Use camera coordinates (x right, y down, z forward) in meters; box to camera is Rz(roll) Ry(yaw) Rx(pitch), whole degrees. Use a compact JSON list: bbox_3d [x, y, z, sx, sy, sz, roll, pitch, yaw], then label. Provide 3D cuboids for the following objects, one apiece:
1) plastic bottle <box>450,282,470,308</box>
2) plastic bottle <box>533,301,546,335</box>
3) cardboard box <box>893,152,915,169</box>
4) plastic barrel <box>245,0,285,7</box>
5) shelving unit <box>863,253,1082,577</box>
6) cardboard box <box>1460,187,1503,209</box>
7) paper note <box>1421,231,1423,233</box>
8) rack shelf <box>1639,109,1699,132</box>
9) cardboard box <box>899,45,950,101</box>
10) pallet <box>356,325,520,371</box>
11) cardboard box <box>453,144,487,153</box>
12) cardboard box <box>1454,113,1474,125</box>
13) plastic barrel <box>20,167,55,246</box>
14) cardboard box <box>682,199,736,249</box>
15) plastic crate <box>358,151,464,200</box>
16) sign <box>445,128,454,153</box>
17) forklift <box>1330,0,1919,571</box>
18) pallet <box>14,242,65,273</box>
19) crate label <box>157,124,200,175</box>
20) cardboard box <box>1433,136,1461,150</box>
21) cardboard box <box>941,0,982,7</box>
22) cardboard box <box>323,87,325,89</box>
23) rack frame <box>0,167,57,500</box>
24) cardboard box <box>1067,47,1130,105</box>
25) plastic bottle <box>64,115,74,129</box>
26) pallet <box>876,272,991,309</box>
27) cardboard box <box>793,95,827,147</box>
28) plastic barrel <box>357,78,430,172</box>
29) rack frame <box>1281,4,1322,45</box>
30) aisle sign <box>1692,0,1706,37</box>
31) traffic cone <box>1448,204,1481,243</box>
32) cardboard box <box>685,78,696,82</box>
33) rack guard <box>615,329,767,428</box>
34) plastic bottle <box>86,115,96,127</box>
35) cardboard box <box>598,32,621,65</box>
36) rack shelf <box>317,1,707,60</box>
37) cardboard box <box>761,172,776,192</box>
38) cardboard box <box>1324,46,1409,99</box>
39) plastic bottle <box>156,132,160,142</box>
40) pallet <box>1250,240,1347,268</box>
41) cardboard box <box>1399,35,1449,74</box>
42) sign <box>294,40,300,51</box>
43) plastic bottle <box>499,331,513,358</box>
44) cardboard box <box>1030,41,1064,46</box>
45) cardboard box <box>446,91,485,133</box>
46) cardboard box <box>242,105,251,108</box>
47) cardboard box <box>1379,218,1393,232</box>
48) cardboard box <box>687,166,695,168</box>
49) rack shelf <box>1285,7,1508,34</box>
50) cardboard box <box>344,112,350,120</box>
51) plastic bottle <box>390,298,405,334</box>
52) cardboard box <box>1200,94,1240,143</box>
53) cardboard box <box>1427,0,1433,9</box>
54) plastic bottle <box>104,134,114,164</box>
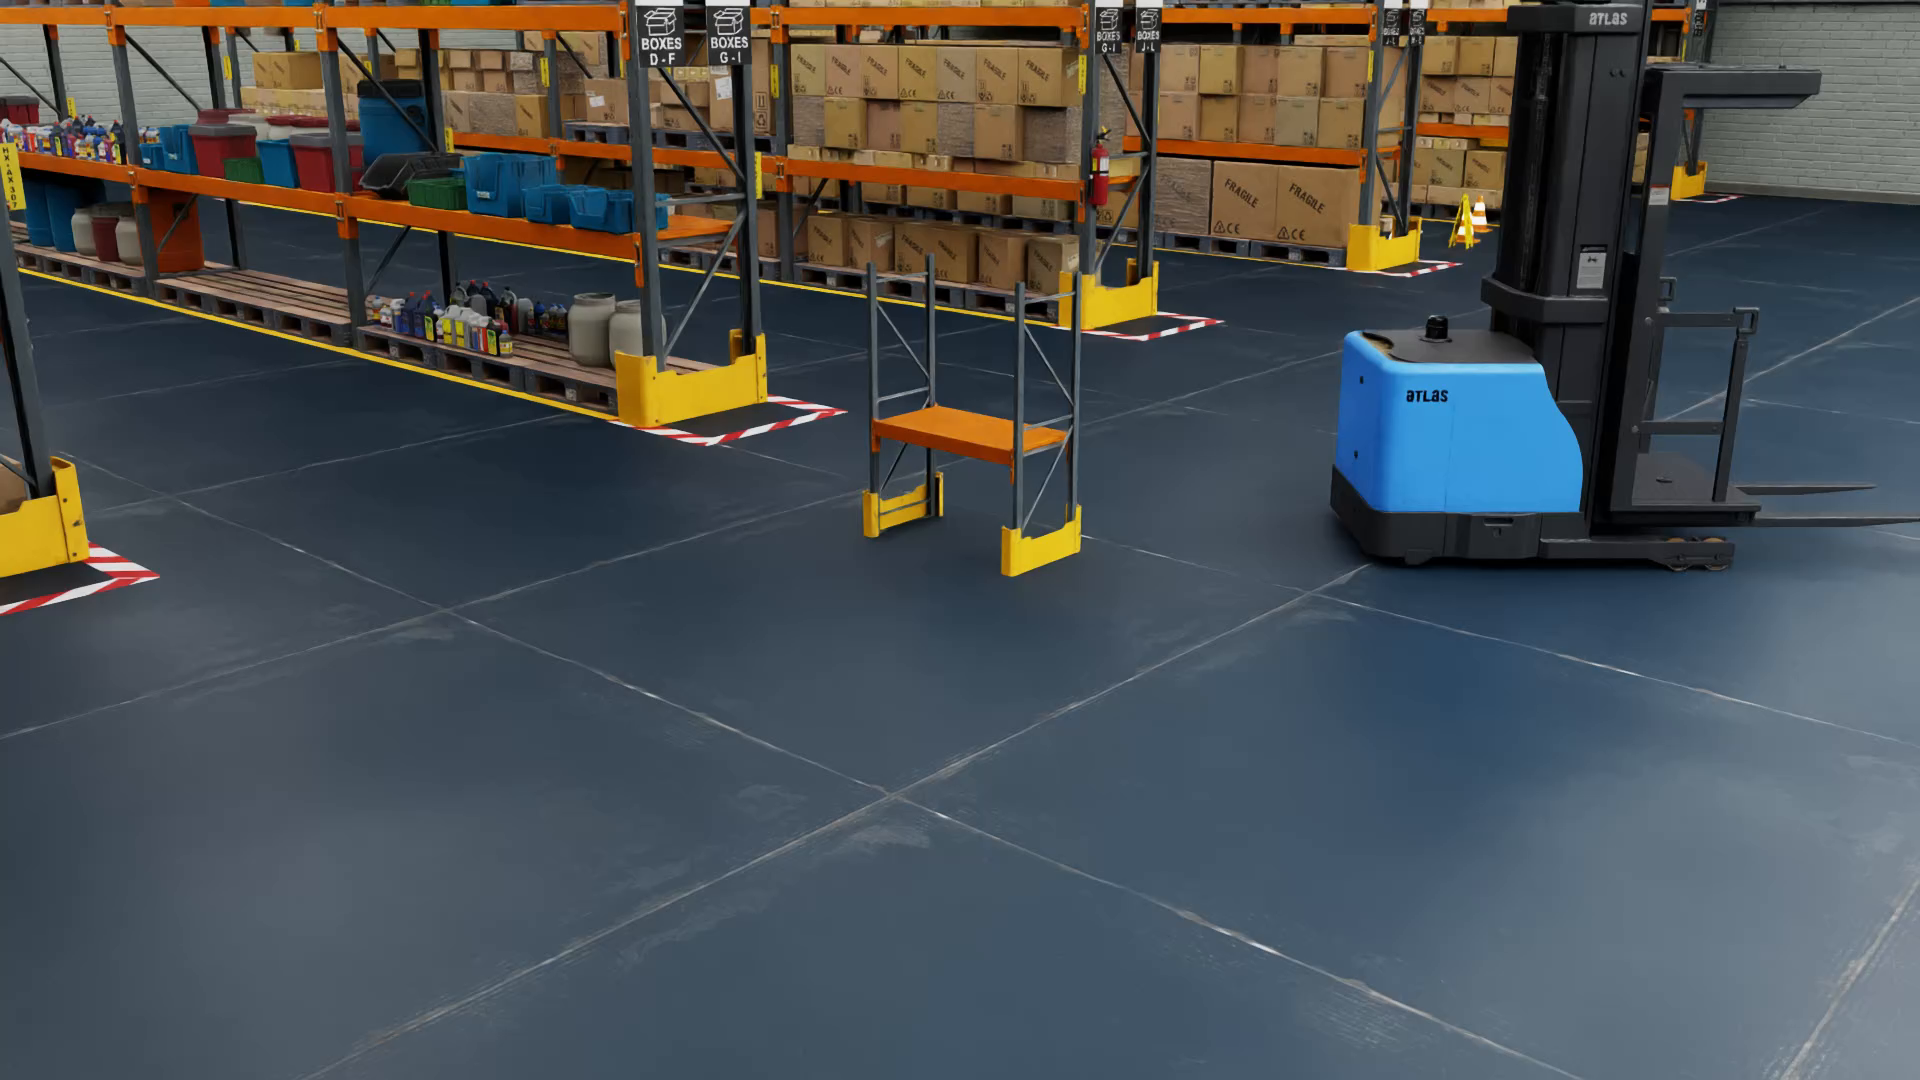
[{"bbox_3d":[-4.249,-2.017,14.161,0.185,0.351,0.144,15,23,39],"label":"plastic bottle"},{"bbox_3d":[-3.467,-1.837,13.725,0.097,0.271,0.097,0,18,0],"label":"plastic bottle"},{"bbox_3d":[-0.447,-3.758,16.411,0.250,0.149,0.380,15,23,39],"label":"cardboard box"},{"bbox_3d":[-5.840,-5.020,14.183,0.600,0.901,0.600,0,18,0],"label":"plastic barrel"},{"bbox_3d":[0.057,-0.700,8.837,1.083,1.500,0.587,15,23,39],"label":"shelving unit"},{"bbox_3d":[7.230,-4.722,22.884,0.500,0.250,0.500,15,23,39],"label":"cardboard box"},{"bbox_3d":[6.003,-4.051,21.825,0.142,0.019,0.148,7,19,21],"label":"paper note"},{"bbox_3d":[9.827,-6.909,27.112,4.000,0.370,1.077,15,23,39],"label":"rack shelf"},{"bbox_3d":[-0.241,-4.507,16.045,0.500,0.500,0.500,15,23,39],"label":"cardboard box"},{"bbox_3d":[-4.352,-1.693,14.099,1.213,0.211,1.003,15,23,39],"label":"pallet"},{"bbox_3d":[-6.361,-4.778,22.026,0.875,0.875,1.225,14,22,37],"label":"cardboard box"},{"bbox_3d":[6.956,-5.760,22.719,0.250,0.149,0.380,16,23,40],"label":"cardboard box"},{"bbox_3d":[-10.414,-3.860,19.091,0.708,0.901,0.600,15,23,39],"label":"plastic barrel"},{"bbox_3d":[-2.747,-3.646,19.047,0.500,0.500,0.700,13,22,35],"label":"cardboard box"},{"bbox_3d":[-4.519,-3.003,13.719,0.504,0.338,0.767,15,23,39],"label":"plastic crate"},{"bbox_3d":[-4.453,-3.421,14.475,0.005,0.325,0.100,15,23,39],"label":"sign"},{"bbox_3d":[3.630,-1.400,8.678,3.031,2.935,1.130,0,18,0],"label":"forklift"},{"bbox_3d":[-10.260,-3.280,19.097,1.213,0.211,1.003,15,23,39],"label":"pallet"},{"bbox_3d":[-7.255,-3.726,15.836,0.616,0.435,0.502,15,23,39],"label":"crate label"},{"bbox_3d":[6.754,-5.494,23.004,0.250,0.149,0.380,16,23,40],"label":"cardboard box"},{"bbox_3d":[0.171,-5.086,15.469,0.500,0.250,0.500,16,23,40],"label":"cardboard box"},{"bbox_3d":[-9.216,-6.526,24.472,0.500,0.250,0.500,14,22,37],"label":"cardboard box"},{"bbox_3d":[-5.125,-1.244,8.072,0.127,3.000,1.000,15,23,39],"label":"rack frame"},{"bbox_3d":[1.222,-4.322,15.463,0.500,0.500,0.500,15,23,39],"label":"cardboard box"},{"bbox_3d":[-10.001,-4.607,18.749,0.185,0.351,0.144,15,23,39],"label":"plastic bottle"},{"bbox_3d":[-0.096,-2.587,16.913,1.213,0.211,1.003,15,23,39],"label":"pallet"},{"bbox_3d":[-1.243,-4.373,17.274,0.500,0.500,0.875,15,23,39],"label":"cardboard box"},{"bbox_3d":[-4.914,-3.552,14.516,0.708,0.901,0.600,15,23,39],"label":"plastic barrel"},{"bbox_3d":[5.039,-6.530,24.727,0.127,3.000,1.000,15,23,39],"label":"rack frame"},{"bbox_3d":[11.177,-8.010,25.094,0.004,0.787,0.394,15,23,39],"label":"aisle sign"},{"bbox_3d":[6.371,-3.992,20.926,0.334,0.463,0.336,15,23,39],"label":"traffic cone"},{"bbox_3d":[-3.970,-6.983,25.386,0.250,0.149,0.380,14,23,38],"label":"cardboard box"},{"bbox_3d":[-1.923,-1.177,11.994,0.348,0.500,1.175,15,23,39],"label":"rack guard"},{"bbox_3d":[-9.767,-4.602,18.735,0.185,0.351,0.144,15,23,39],"label":"plastic bottle"},{"bbox_3d":[-5.449,-7.903,26.746,0.500,0.500,0.500,16,23,41],"label":"cardboard box"},{"bbox_3d":[-3.331,-3.852,12.521,4.000,0.370,1.077,15,23,39],"label":"rack shelf"},{"bbox_3d":[-2.621,-5.482,24.864,0.500,0.500,0.500,14,22,37],"label":"cardboard box"},{"bbox_3d":[4.569,-5.256,18.680,0.550,0.550,0.875,15,23,39],"label":"cardboard box"},{"bbox_3d":[-8.516,-4.251,17.740,0.133,0.283,0.061,15,23,39],"label":"plastic bottle"},{"bbox_3d":[4.171,-3.400,19.476,1.213,0.211,1.003,15,23,39],"label":"pallet"},{"bbox_3d":[6.400,-6.760,23.142,0.500,0.500,0.700,15,23,39],"label":"cardboard box"},{"bbox_3d":[-10.144,-7.482,25.422,0.005,0.325,0.100,15,23,39],"label":"sign"},{"bbox_3d":[-3.499,-1.509,12.807,0.097,0.201,0.097,0,18,0],"label":"plastic bottle"},{"bbox_3d":[1.487,-7.902,27.232,0.500,0.500,0.500,14,23,38],"label":"cardboard box"},{"bbox_3d":[-6.204,-5.489,21.282,0.500,0.500,0.500,16,23,40],"label":"cardboard box"},{"bbox_3d":[-10.468,-6.431,24.833,0.250,0.149,0.380,15,23,40],"label":"cardboard box"},{"bbox_3d":[5.710,-4.174,22.017,0.380,0.149,0.250,-6,18,-18],"label":"cardboard box"},{"bbox_3d":[-4.213,-6.124,26.976,0.250,0.149,0.380,16,24,42],"label":"cardboard box"},{"bbox_3d":[6.535,-7.215,23.117,4.000,0.370,1.077,15,23,39],"label":"rack shelf"},{"bbox_3d":[-8.352,-5.864,23.047,0.250,0.149,0.380,15,23,38],"label":"cardboard box"},{"bbox_3d":[-4.619,-1.856,13.778,0.135,0.276,0.152,16,24,41],"label":"plastic bottle"},{"bbox_3d":[3.328,-5.065,19.866,0.500,0.550,0.875,15,23,39],"label":"cardboard box"},{"bbox_3d":[6.400,-7.343,22.747,0.250,0.149,0.380,15,23,39],"label":"cardboard box"},{"bbox_3d":[-8.577,-3.945,16.778,0.133,0.283,0.061,15,23,39],"label":"plastic bottle"}]
